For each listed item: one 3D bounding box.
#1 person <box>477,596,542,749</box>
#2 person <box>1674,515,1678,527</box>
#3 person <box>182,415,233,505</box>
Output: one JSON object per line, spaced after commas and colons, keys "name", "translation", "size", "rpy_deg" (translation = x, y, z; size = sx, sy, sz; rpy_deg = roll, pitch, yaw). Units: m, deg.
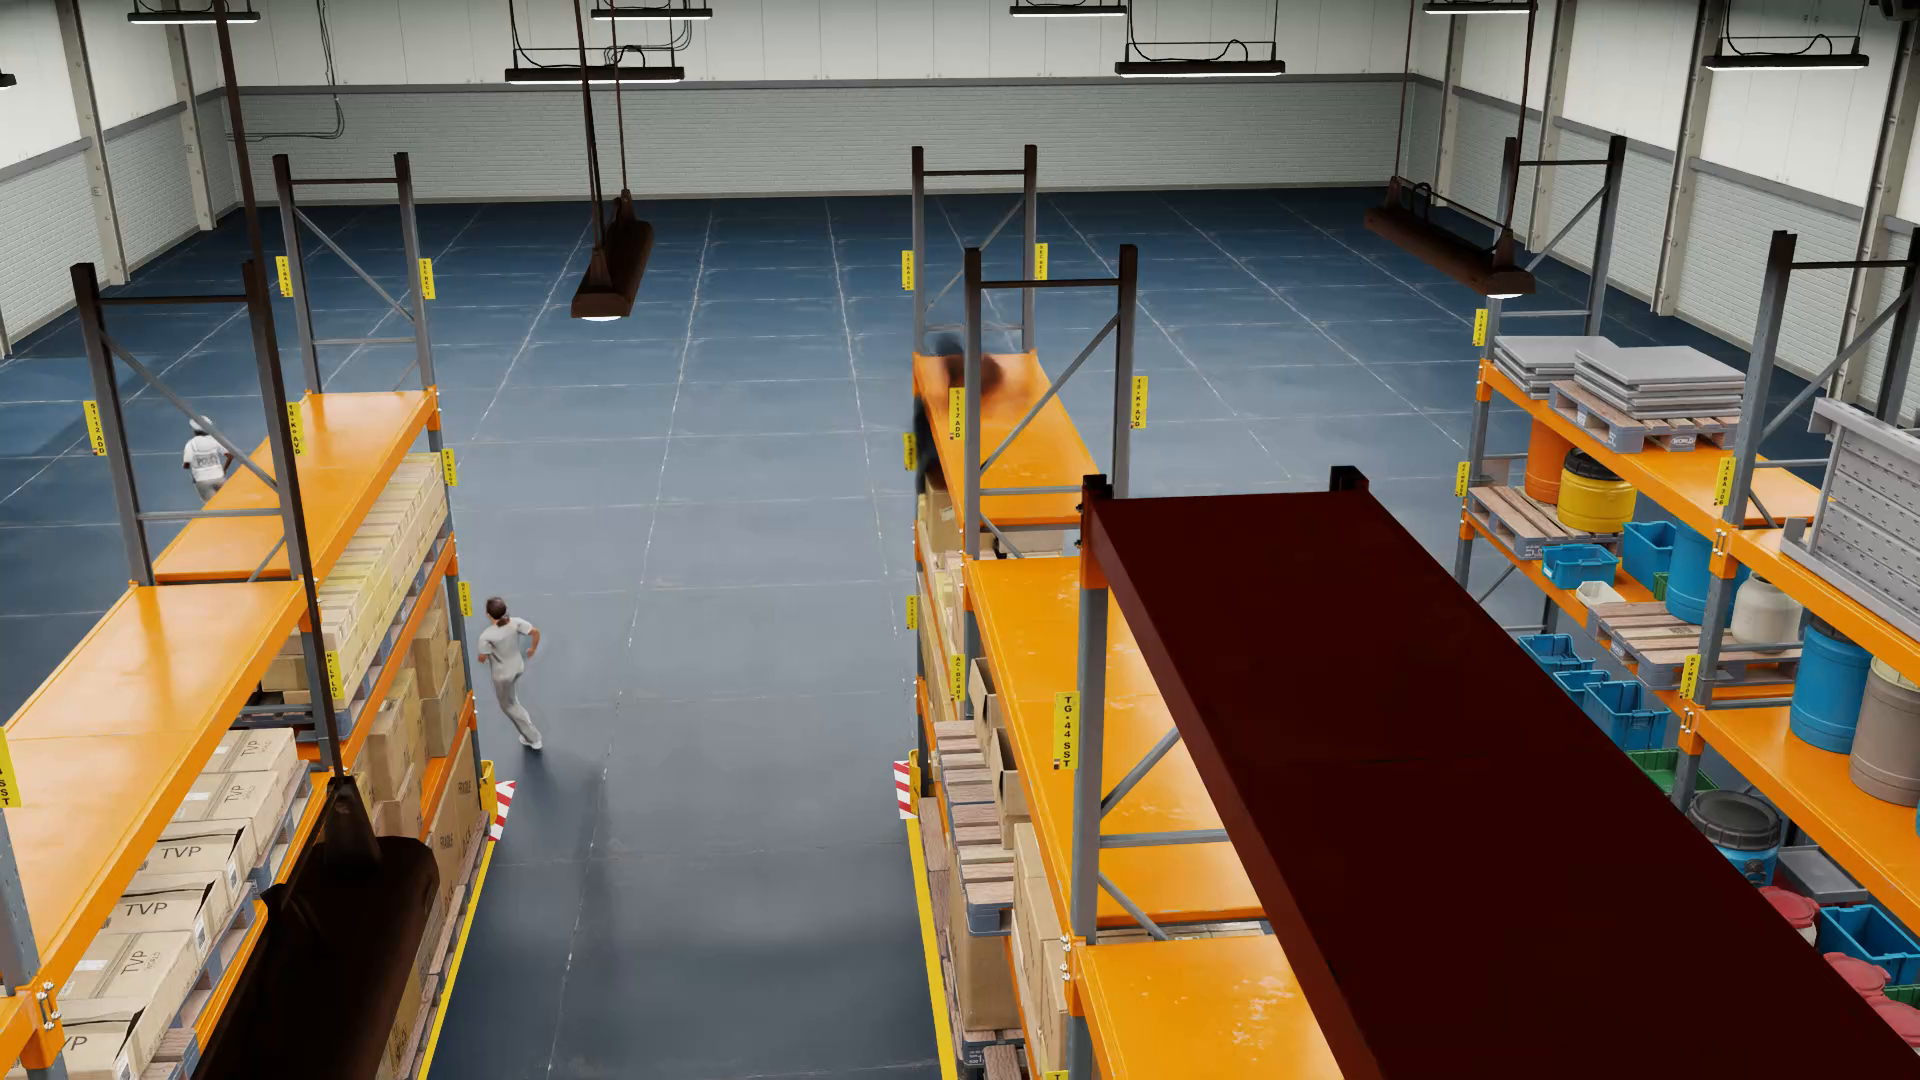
{"name": "person", "translation": [-4.418, 1.318, 16.210], "size": [0.594, 1.508, 0.578], "rpy_deg": [12, 24, 27]}
{"name": "person", "translation": [7.831, 0.396, 18.272], "size": [0.716, 1.775, 0.677], "rpy_deg": [9, 23, 22]}
{"name": "person", "translation": [-9.538, -0.715, 21.154], "size": [0.762, 1.752, 0.570], "rpy_deg": [17, 27, 37]}
